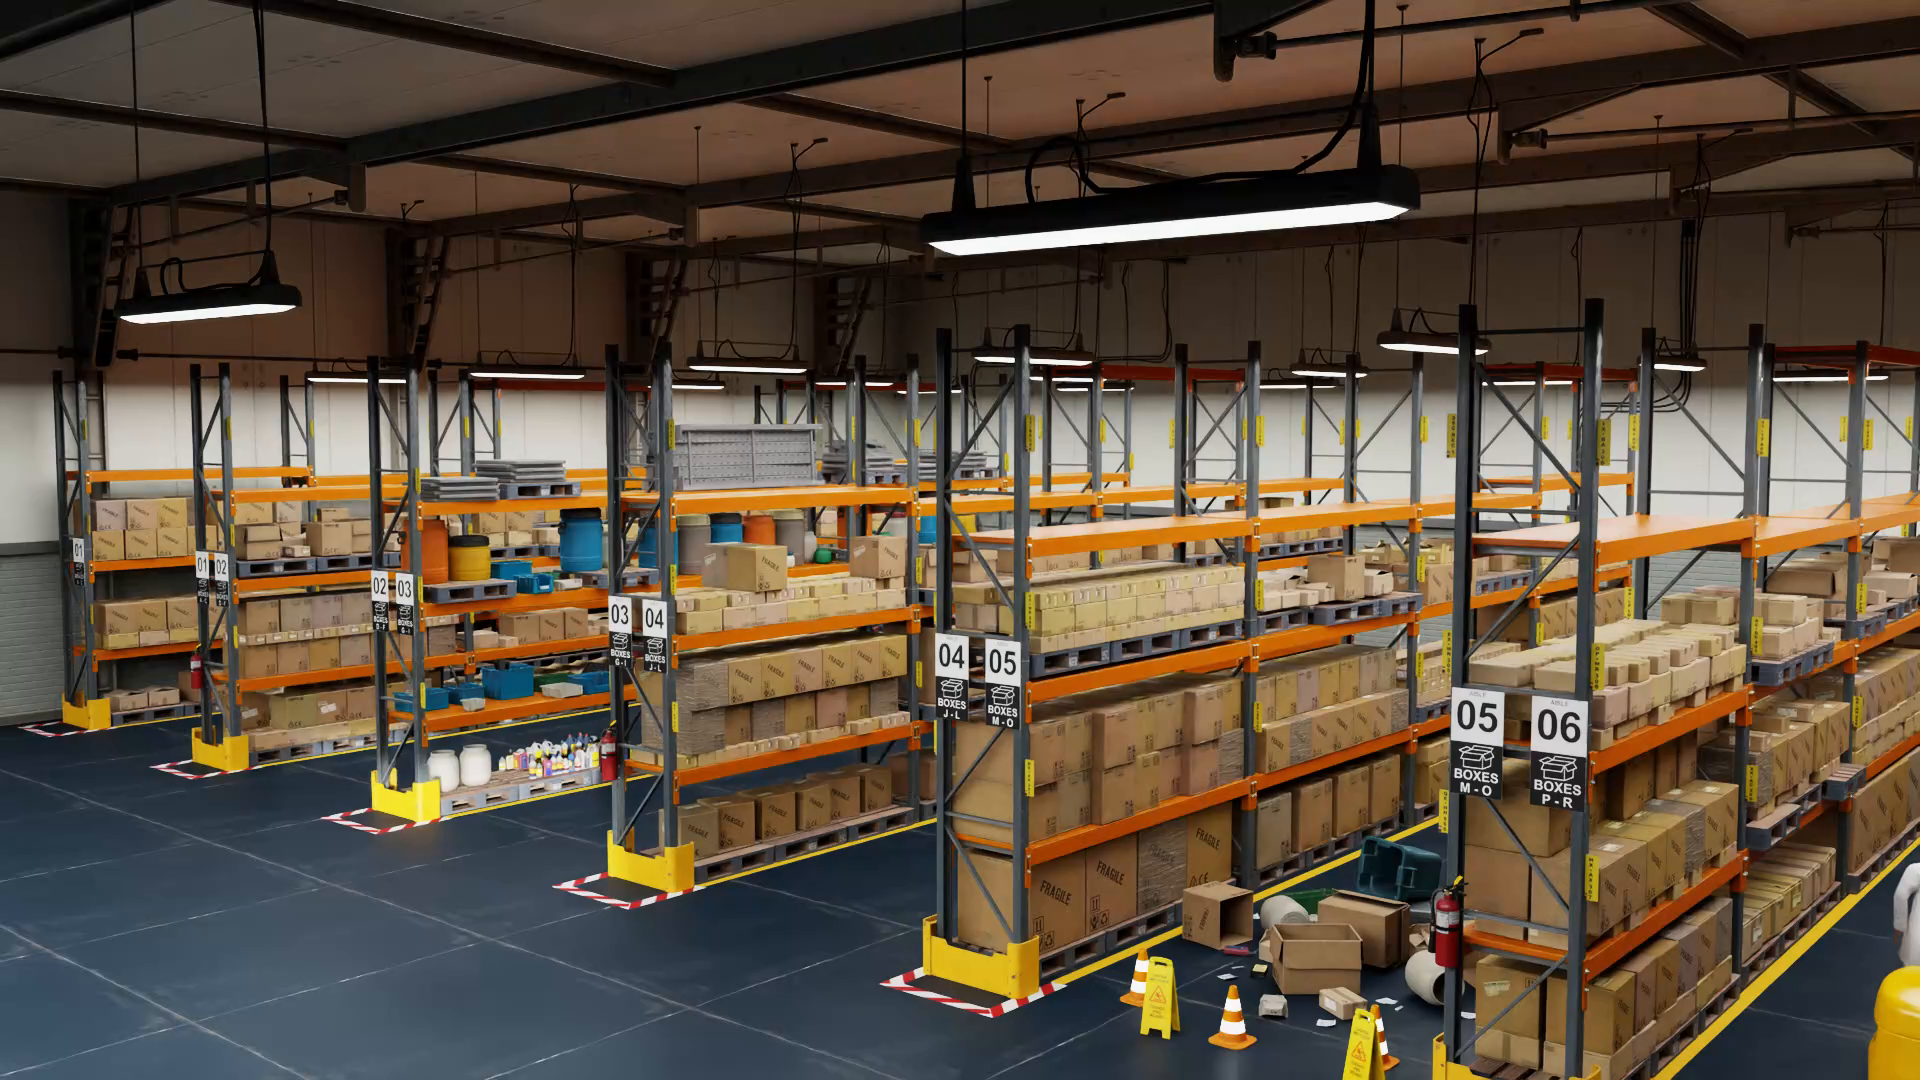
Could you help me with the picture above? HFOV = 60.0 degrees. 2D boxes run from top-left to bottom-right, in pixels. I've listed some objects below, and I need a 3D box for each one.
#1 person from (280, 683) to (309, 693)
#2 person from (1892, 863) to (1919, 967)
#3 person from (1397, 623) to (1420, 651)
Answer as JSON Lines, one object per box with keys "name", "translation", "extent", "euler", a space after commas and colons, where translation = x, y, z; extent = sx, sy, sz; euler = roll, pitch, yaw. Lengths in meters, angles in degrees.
{"name": "person", "translation": [-11.700, 2.163, 29.096], "extent": [0.496, 1.769, 0.560], "euler": [-3, 5, -36]}
{"name": "person", "translation": [8.147, 3.335, 13.872], "extent": [0.641, 1.668, 0.821], "euler": [4, 5, 40]}
{"name": "person", "translation": [8.615, 2.066, 31.965], "extent": [0.394, 1.527, 1.022], "euler": [1, 4, 10]}
